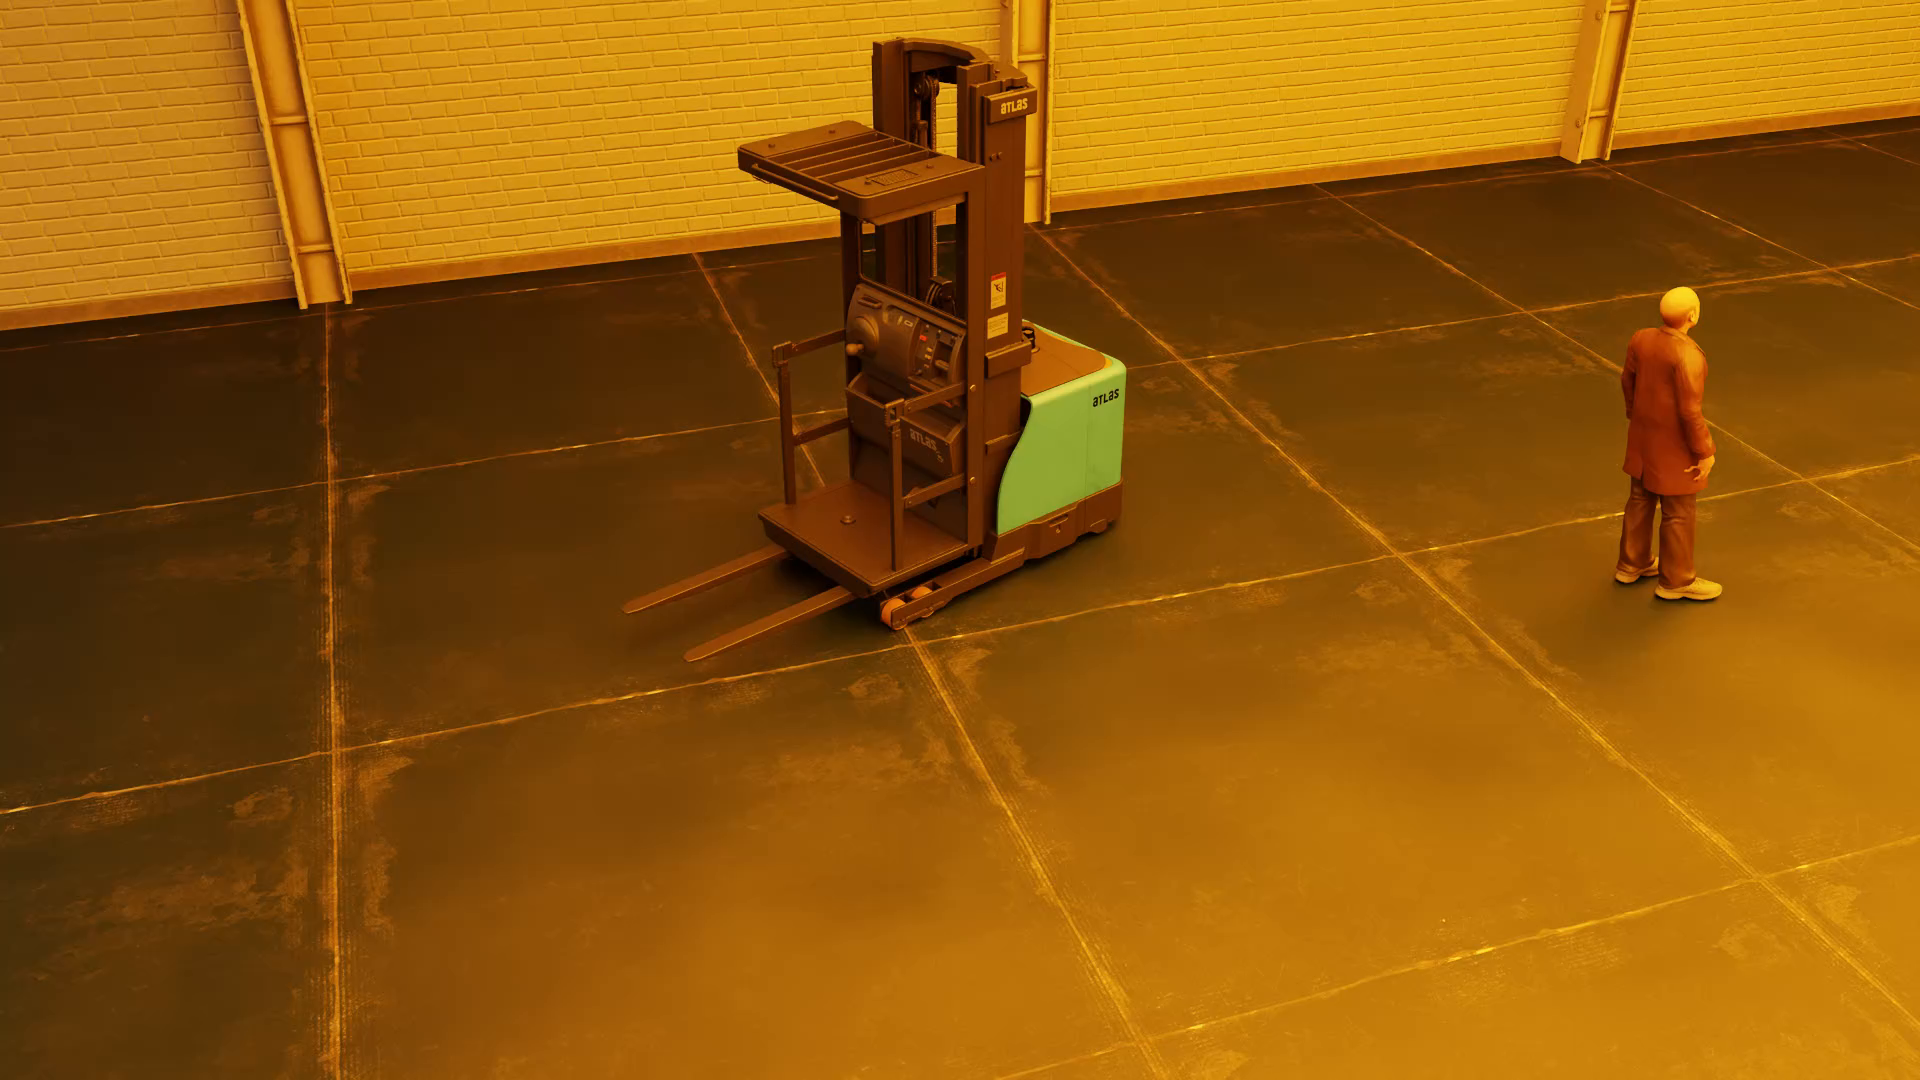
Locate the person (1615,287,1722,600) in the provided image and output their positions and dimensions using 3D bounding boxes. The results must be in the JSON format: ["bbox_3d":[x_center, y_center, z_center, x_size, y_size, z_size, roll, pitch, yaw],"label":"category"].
[{"bbox_3d":[3.973,-0.556,9.195,0.580,1.777,0.695,-8,31,-13],"label":"person"}]

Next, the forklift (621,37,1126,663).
[{"bbox_3d":[-0.461,-1.072,8.951,3.031,2.935,1.130,-23,37,-34],"label":"forklift"}]
